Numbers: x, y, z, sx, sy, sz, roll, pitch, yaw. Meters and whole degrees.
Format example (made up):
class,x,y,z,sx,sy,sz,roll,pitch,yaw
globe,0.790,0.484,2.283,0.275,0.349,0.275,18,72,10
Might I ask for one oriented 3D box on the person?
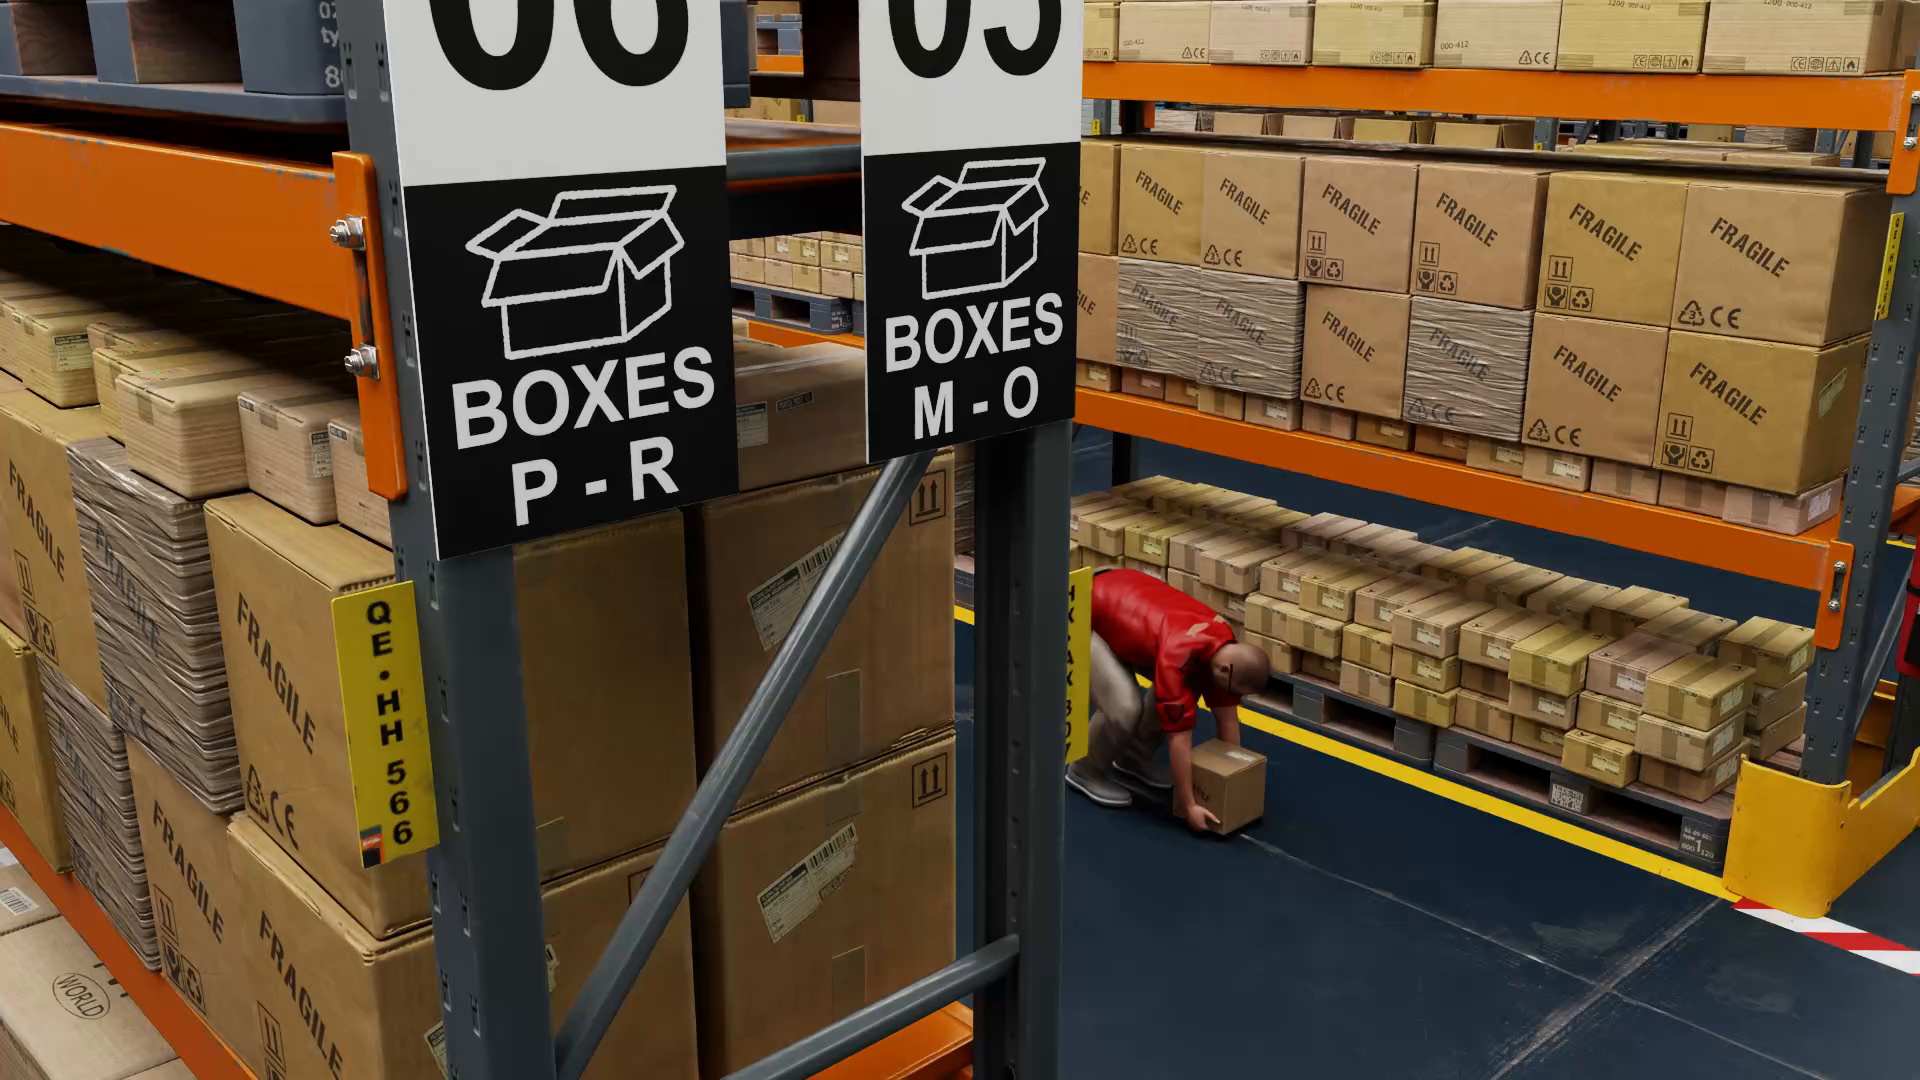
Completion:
class,x,y,z,sx,sy,sz,roll,pitch,yaw
person,0.779,0.601,6.522,0.956,0.908,0.526,16,23,41
